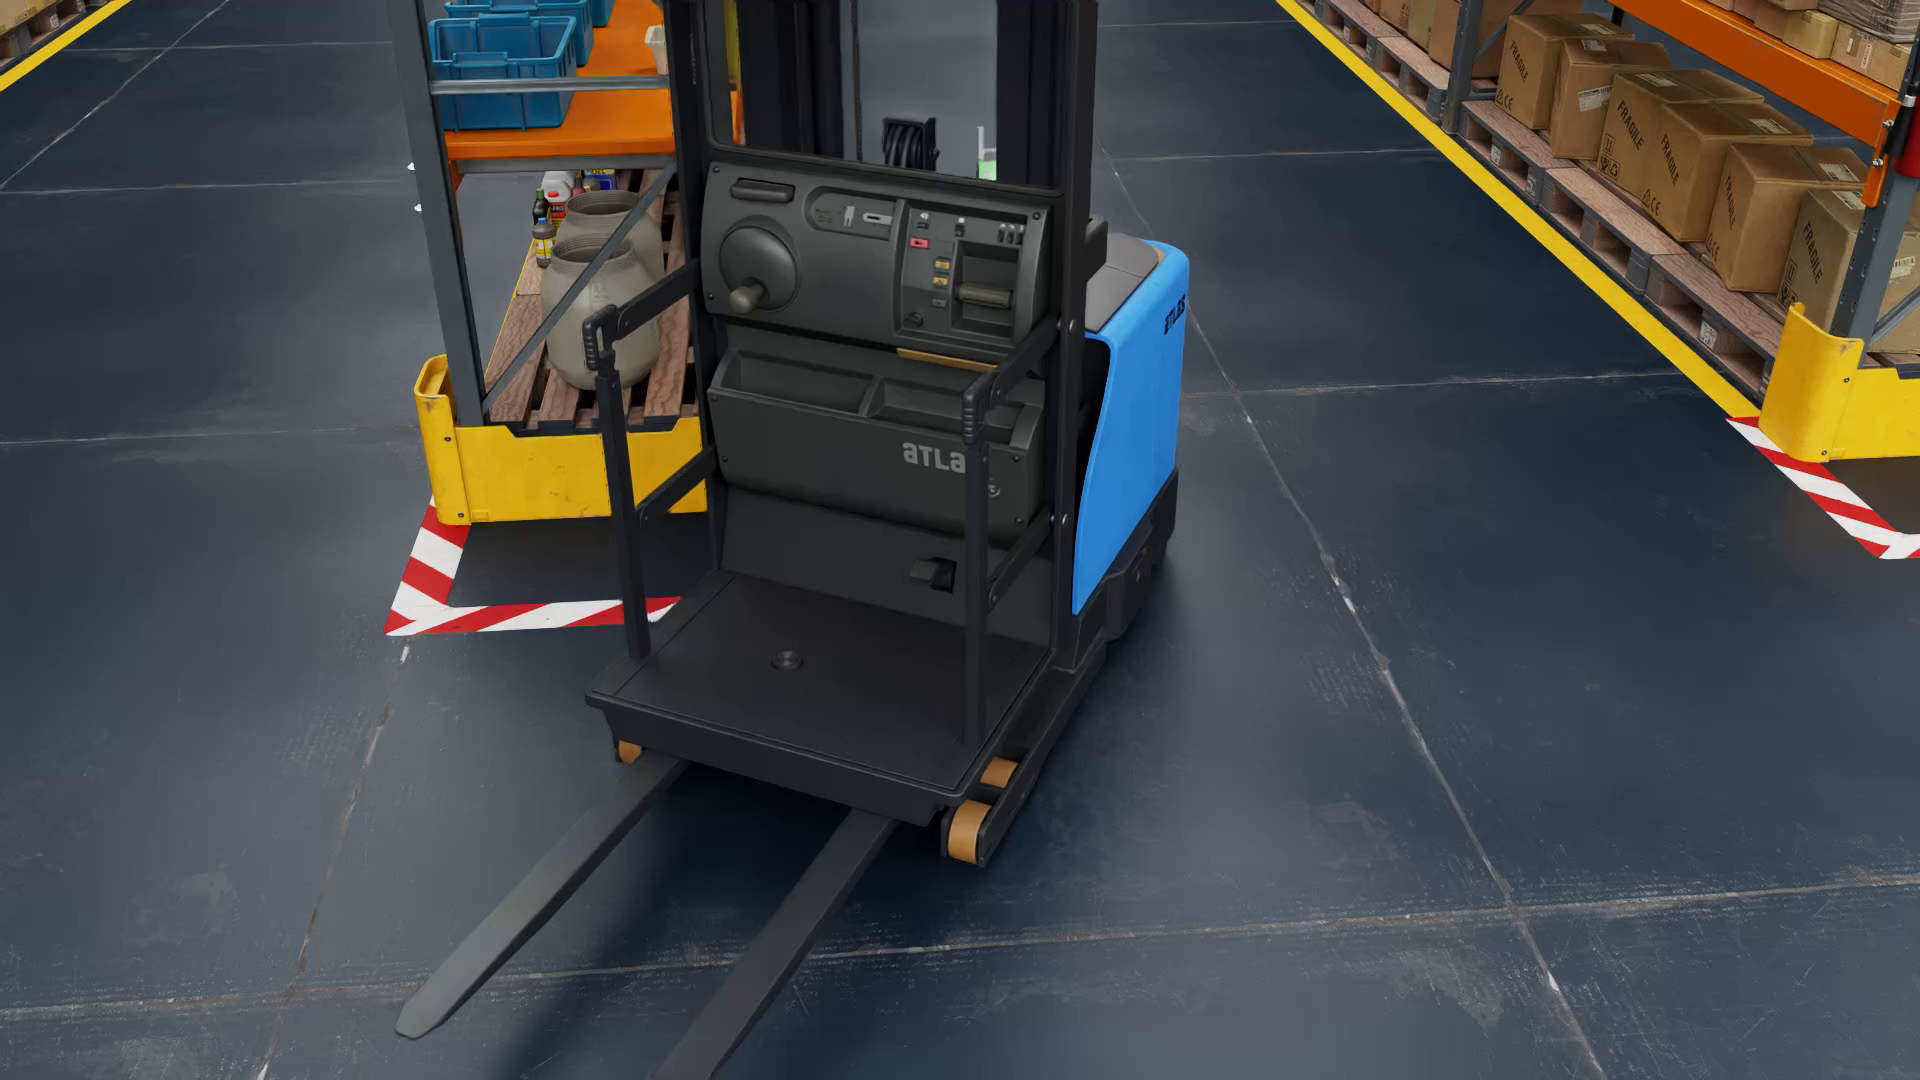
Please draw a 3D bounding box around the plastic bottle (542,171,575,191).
[{"bbox_3d":[-1.840,-1.553,7.652,0.152,0.276,0.135,-4,31,-6],"label":"plastic bottle"}]

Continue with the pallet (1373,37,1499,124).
[{"bbox_3d":[3.261,-2.896,10.392,1.003,0.211,1.213,-3,31,-5],"label":"pallet"}]

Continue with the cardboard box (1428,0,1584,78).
[{"bbox_3d":[3.299,-3.126,10.066,0.700,0.500,0.500,-5,31,-8],"label":"cardboard box"}]

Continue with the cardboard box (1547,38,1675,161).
[{"bbox_3d":[3.394,-2.304,8.711,0.500,0.500,0.500,7,32,11],"label":"cardboard box"}]

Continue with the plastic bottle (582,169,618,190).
[{"bbox_3d":[-1.732,-1.752,7.985,0.152,0.276,0.135,-3,31,-5],"label":"plastic bottle"}]

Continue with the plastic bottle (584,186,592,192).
[{"bbox_3d":[-1.717,-1.536,7.697,0.097,0.201,0.097,0,31,0],"label":"plastic bottle"}]

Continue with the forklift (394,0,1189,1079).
[{"bbox_3d":[-0.313,-0.663,4.002,1.130,2.935,3.031,12,33,20],"label":"forklift"}]

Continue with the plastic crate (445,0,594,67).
[{"bbox_3d":[-1.622,-1.925,6.193,0.499,0.251,0.408,-3,31,-5],"label":"plastic crate"}]

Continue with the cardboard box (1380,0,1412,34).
[{"bbox_3d":[3.221,-3.656,10.954,0.700,0.500,0.500,-5,31,-9],"label":"cardboard box"}]

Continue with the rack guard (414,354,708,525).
[{"bbox_3d":[-1.277,-0.379,5.897,1.175,0.500,0.348,-3,31,-5],"label":"rack guard"}]

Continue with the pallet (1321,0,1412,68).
[{"bbox_3d":[3.144,-3.520,11.437,1.003,0.211,1.213,-3,31,-5],"label":"pallet"}]

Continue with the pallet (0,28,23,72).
[{"bbox_3d":[-6.753,-3.024,10.607,1.003,0.211,1.213,-3,31,-5],"label":"pallet"}]

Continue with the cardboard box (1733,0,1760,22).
[{"bbox_3d":[3.389,-2.192,6.739,0.380,0.149,0.250,-3,31,-5],"label":"cardboard box"}]

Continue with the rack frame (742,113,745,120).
[{"bbox_3d":[-1.596,-3.458,8.614,1.000,3.000,0.127,-3,31,-5],"label":"rack frame"}]

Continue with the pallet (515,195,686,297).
[{"bbox_3d":[-1.458,-1.292,7.707,1.003,0.211,1.213,-3,31,-5],"label":"pallet"}]

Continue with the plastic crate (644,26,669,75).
[{"bbox_3d":[-0.986,-1.775,6.053,0.298,0.136,0.250,-3,31,-5],"label":"plastic crate"}]

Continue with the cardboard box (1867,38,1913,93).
[{"bbox_3d":[3.477,-1.681,5.884,0.380,0.149,0.250,-3,31,-5],"label":"cardboard box"}]

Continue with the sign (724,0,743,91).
[{"bbox_3d":[-0.674,-1.559,5.165,0.100,0.325,0.005,-3,31,-5],"label":"sign"}]

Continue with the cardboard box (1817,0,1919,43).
[{"bbox_3d":[3.685,-2.106,5.963,0.875,0.500,0.500,-3,31,-5],"label":"cardboard box"}]

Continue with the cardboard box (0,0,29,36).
[{"bbox_3d":[-6.514,-3.488,10.936,0.500,0.250,0.500,-2,31,-3],"label":"cardboard box"}]

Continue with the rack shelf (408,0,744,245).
[{"bbox_3d":[-1.409,-2.128,7.089,1.077,0.370,4.000,-3,31,-5],"label":"rack shelf"}]

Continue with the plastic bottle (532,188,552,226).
[{"bbox_3d":[-1.860,-1.414,7.412,0.061,0.283,0.133,-2,31,-3],"label":"plastic bottle"}]

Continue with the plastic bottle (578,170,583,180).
[{"bbox_3d":[-1.877,-1.764,7.933,0.144,0.351,0.185,-3,31,-5],"label":"plastic bottle"}]

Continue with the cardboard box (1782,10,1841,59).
[{"bbox_3d":[3.379,-1.934,6.307,0.380,0.149,0.250,-3,31,-5],"label":"cardboard box"}]

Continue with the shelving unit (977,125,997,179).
[{"bbox_3d":[0.191,-0.816,5.946,0.258,1.200,0.503,0,31,0],"label":"shelving unit"}]

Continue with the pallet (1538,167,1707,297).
[{"bbox_3d":[3.550,-1.533,8.110,1.003,0.211,1.213,-3,31,-5],"label":"pallet"}]

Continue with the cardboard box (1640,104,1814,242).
[{"bbox_3d":[3.537,-1.704,7.706,0.500,0.500,0.500,0,31,0],"label":"cardboard box"}]

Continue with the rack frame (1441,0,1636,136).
[{"bbox_3d":[3.335,-3.695,9.011,1.000,3.000,0.127,-3,31,-5],"label":"rack frame"}]

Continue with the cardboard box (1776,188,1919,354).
[{"bbox_3d":[3.667,-1.080,6.661,0.500,0.500,0.500,3,31,5],"label":"cardboard box"}]

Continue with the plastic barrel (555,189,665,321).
[{"bbox_3d":[-1.407,-1.116,6.710,0.421,0.512,0.421,0,31,0],"label":"plastic barrel"}]

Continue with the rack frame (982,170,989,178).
[{"bbox_3d":[0.193,-0.691,5.737,0.240,1.200,0.015,0,31,0],"label":"rack frame"}]
